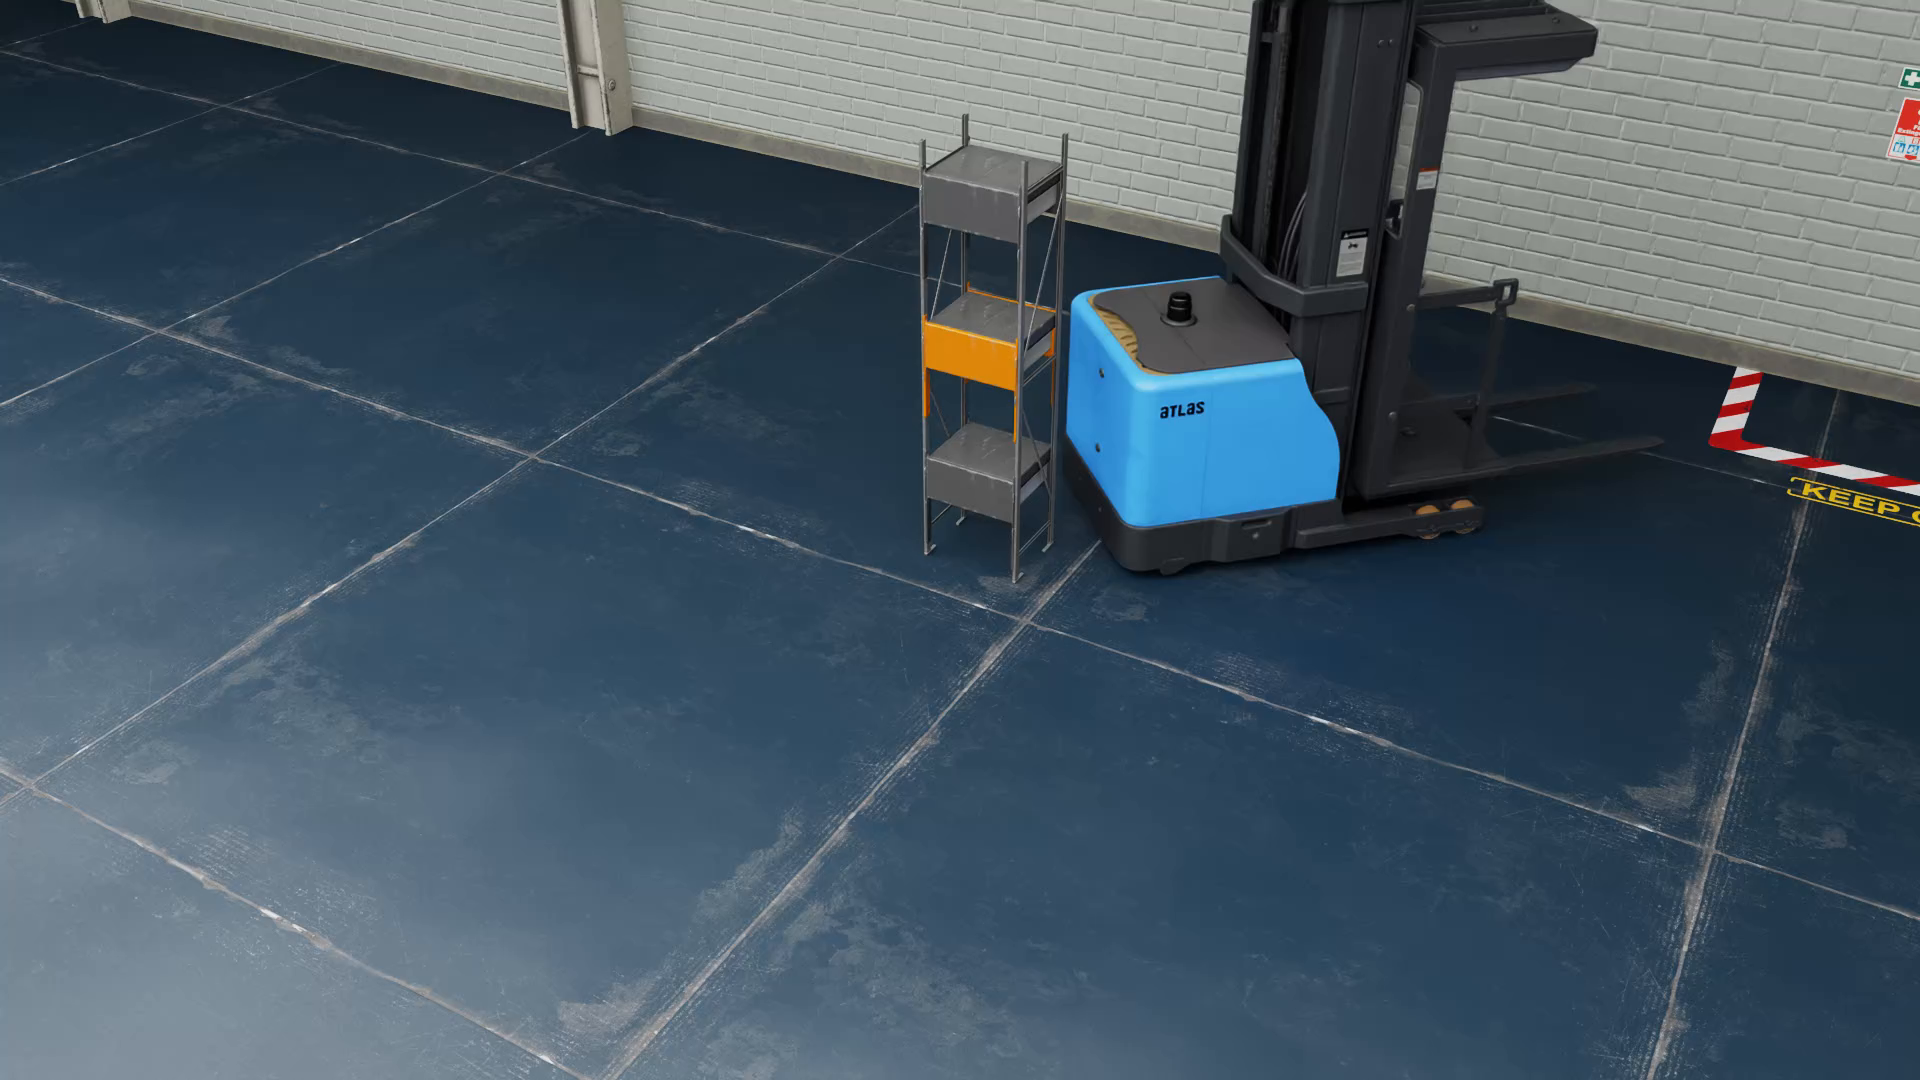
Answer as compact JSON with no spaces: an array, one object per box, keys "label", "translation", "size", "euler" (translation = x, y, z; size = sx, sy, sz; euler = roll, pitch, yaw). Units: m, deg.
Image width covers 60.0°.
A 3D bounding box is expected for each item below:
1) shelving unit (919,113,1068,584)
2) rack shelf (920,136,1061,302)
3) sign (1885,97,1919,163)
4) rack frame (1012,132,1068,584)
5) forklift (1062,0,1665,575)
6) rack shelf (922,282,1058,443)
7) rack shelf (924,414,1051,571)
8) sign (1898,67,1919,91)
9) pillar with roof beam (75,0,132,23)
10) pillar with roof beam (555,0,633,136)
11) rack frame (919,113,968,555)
[{"label":"shelving unit","translation":[0.144,-0.828,7.600],"size":[0.503,2.100,0.431],"euler":[18,37,24]},{"label":"rack shelf","translation":[0.144,-1.400,7.219],"size":[0.480,0.518,0.431],"euler":[18,37,24]},{"label":"sign","translation":[5.040,-2.148,8.737],"size":[0.234,0.329,0.001],"euler":[18,37,24]},{"label":"rack frame","translation":[0.356,-0.761,7.499],"size":[0.015,2.100,0.400],"euler":[18,37,24]},{"label":"forklift","translation":[2.105,-1.498,7.854],"size":[3.031,2.935,1.130],"euler":[-9,35,-13]},{"label":"rack shelf","translation":[0.144,-0.817,7.607],"size":[0.480,0.518,0.431],"euler":[18,37,24]},{"label":"rack shelf","translation":[0.144,-0.234,7.995],"size":[0.480,0.518,0.431],"euler":[18,37,24]},{"label":"sign","translation":[5.039,-2.363,8.582],"size":[0.331,0.109,0.001],"euler":[18,37,24]},{"label":"pillar with roof beam","translation":[-10.169,-6.609,10.056],"size":[0.400,9.000,9.100],"euler":[18,37,24]},{"label":"pillar with roof beam","translation":[-4.959,-4.959,7.578],"size":[0.400,9.000,9.100],"euler":[18,37,24]},{"label":"rack frame","translation":[-0.068,-0.896,7.700],"size":[0.015,2.100,0.400],"euler":[18,37,24]}]
